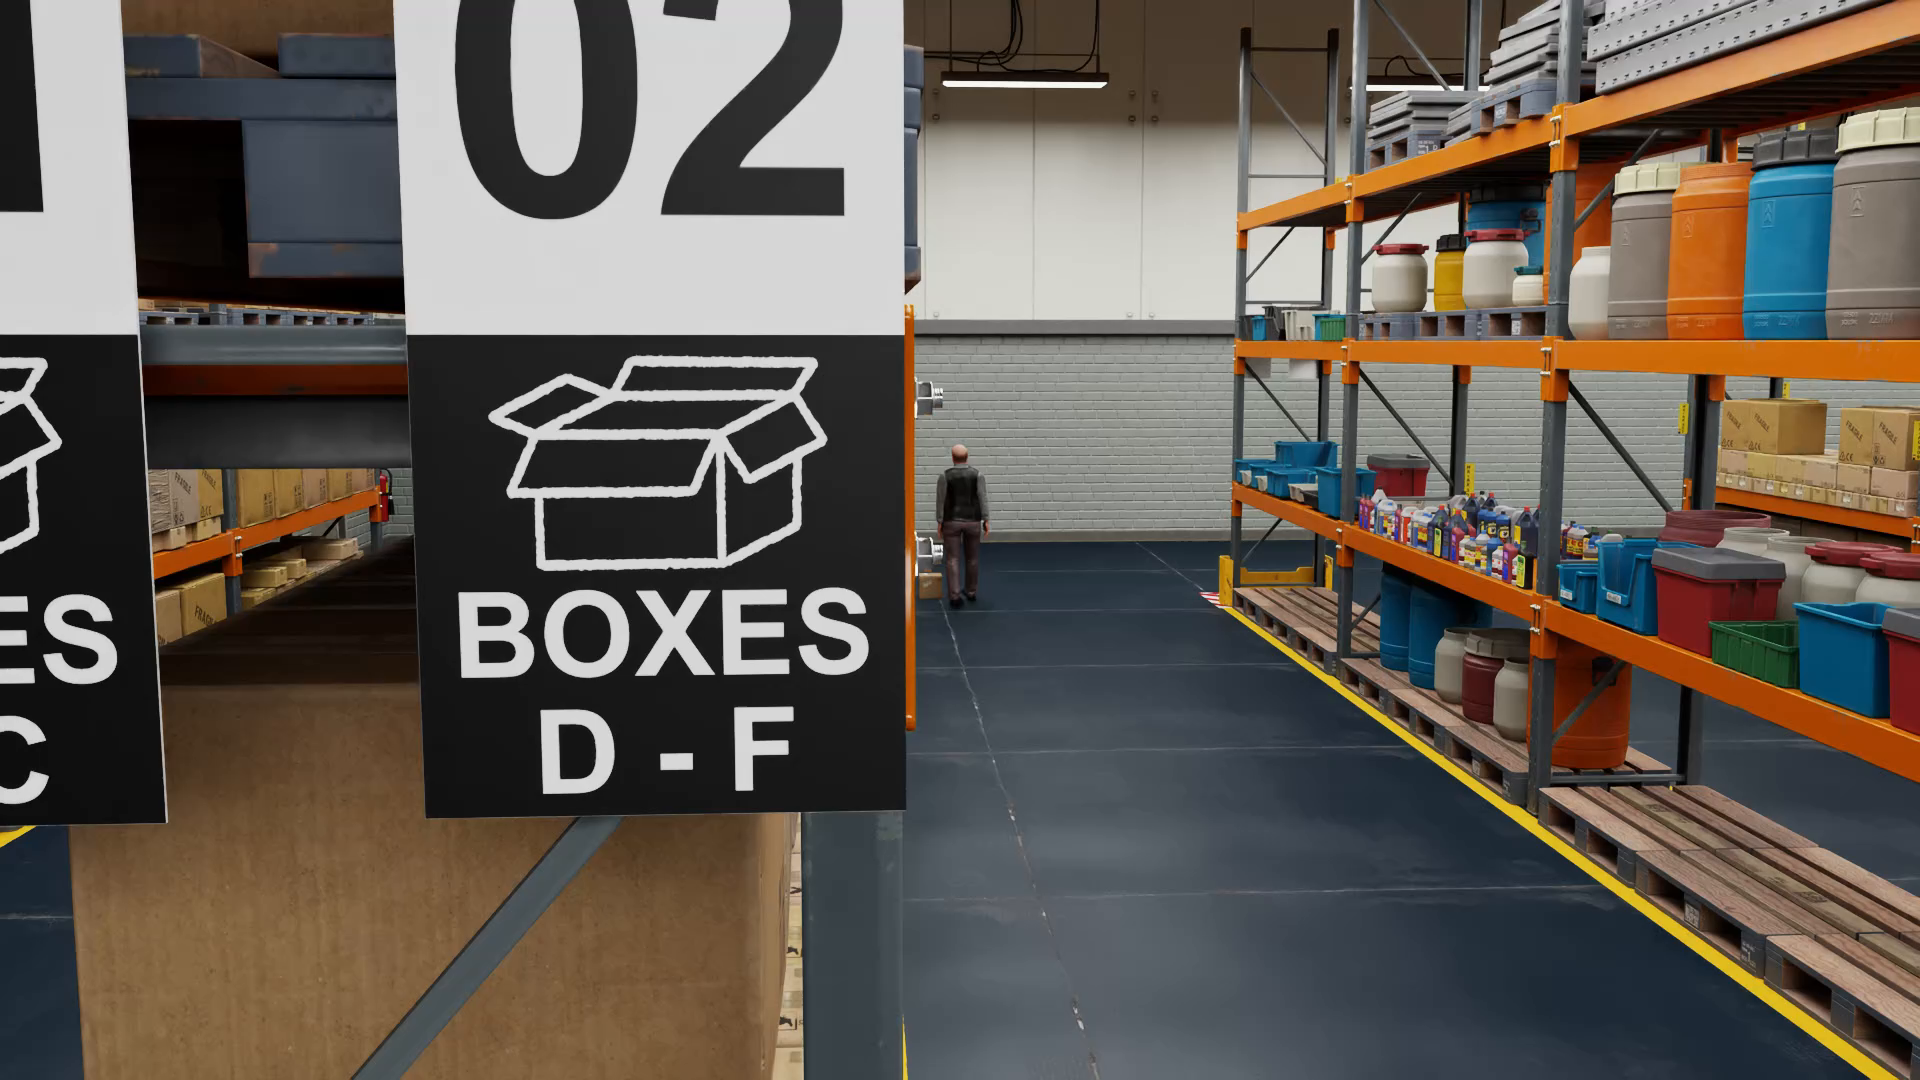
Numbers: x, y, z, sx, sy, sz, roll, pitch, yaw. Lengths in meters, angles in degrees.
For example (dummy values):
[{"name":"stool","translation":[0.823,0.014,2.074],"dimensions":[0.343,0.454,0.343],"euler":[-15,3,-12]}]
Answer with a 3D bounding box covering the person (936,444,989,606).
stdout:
[{"name":"person","translation":[0.009,-0.173,17.794],"dimensions":[0.576,1.713,0.742],"euler":[-1,7,-9]}]
